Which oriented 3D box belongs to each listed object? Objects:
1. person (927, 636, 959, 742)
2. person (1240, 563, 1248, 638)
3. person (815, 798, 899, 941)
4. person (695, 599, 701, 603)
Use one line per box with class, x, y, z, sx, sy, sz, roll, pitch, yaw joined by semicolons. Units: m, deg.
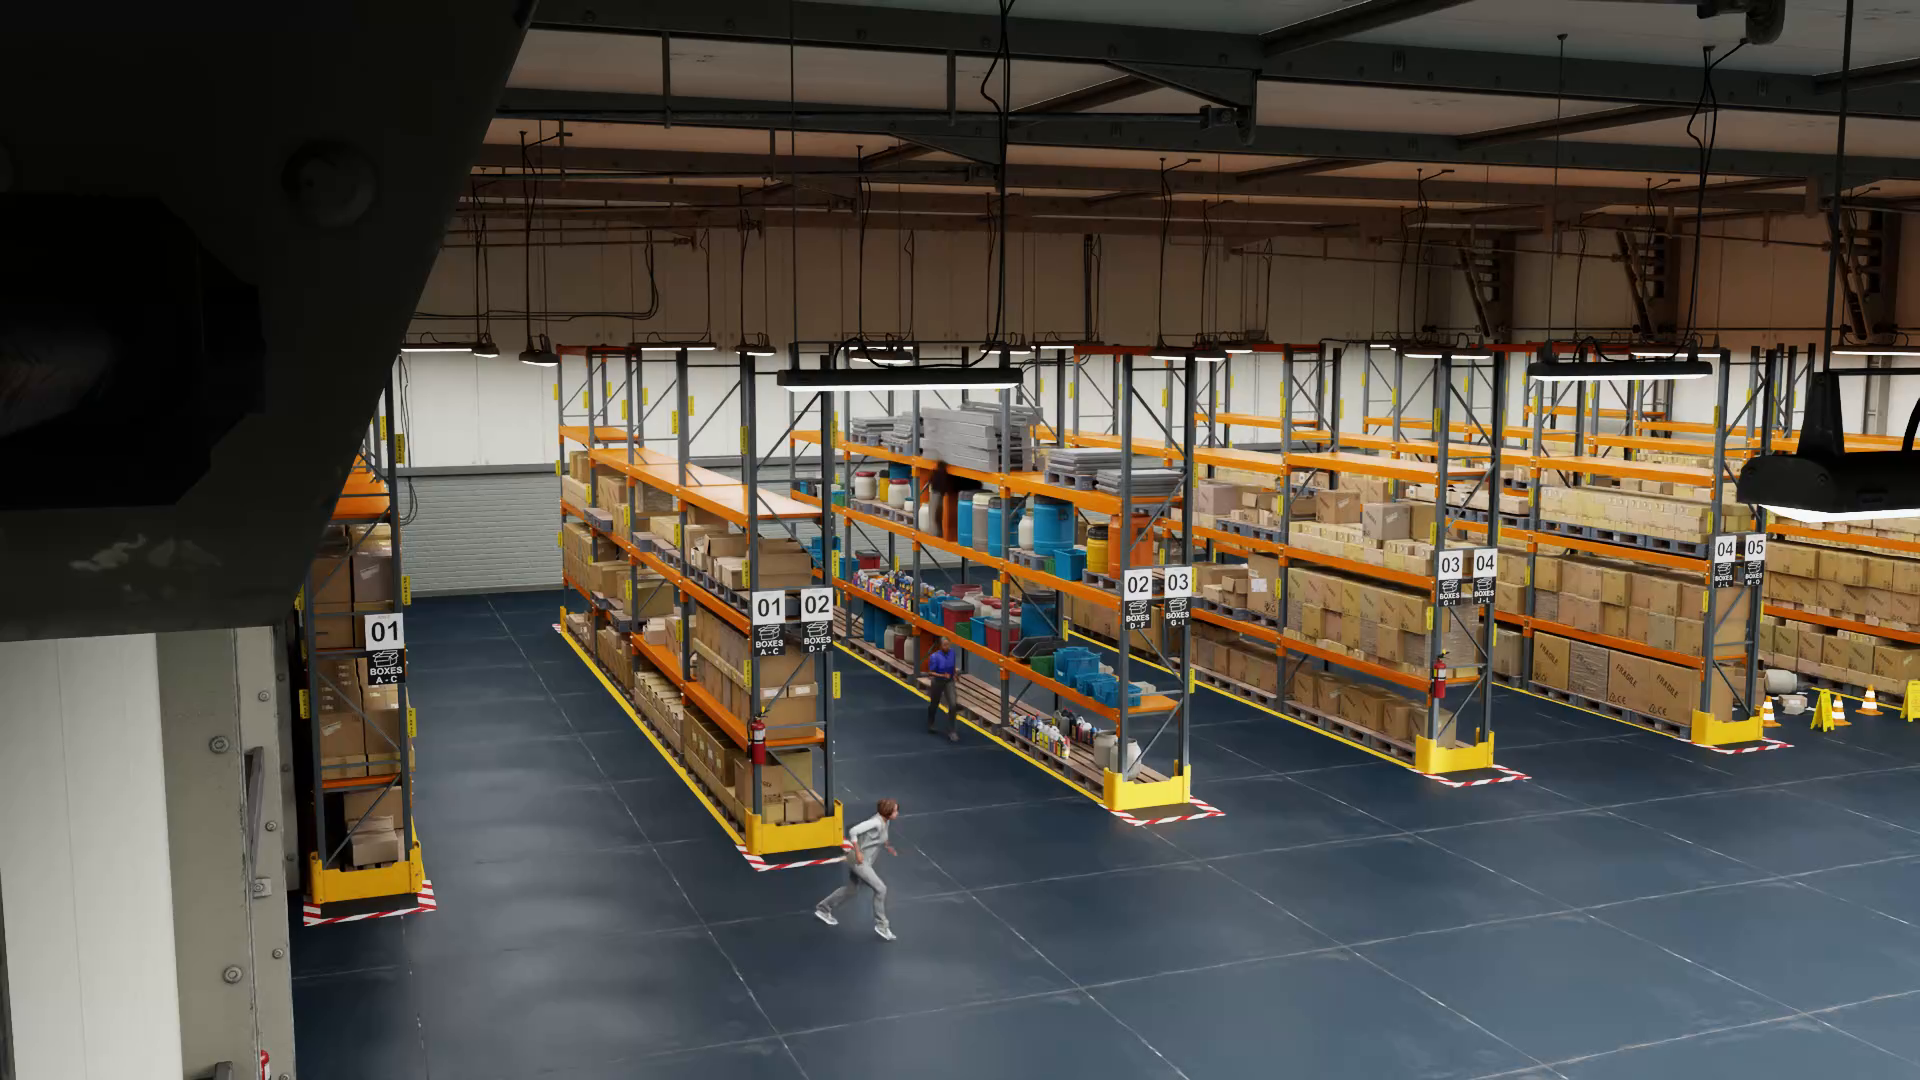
person;-0.266;2.261;25.765;0.582;1.627;0.967;-3;8;-19
person;5.535;1.291;33.065;0.651;1.715;0.704;-5;9;-35
person;-1.082;3.415;17.298;0.918;1.545;0.579;2;7;15
person;-5.273;1.067;34.605;0.668;1.780;0.848;-3;8;-21
